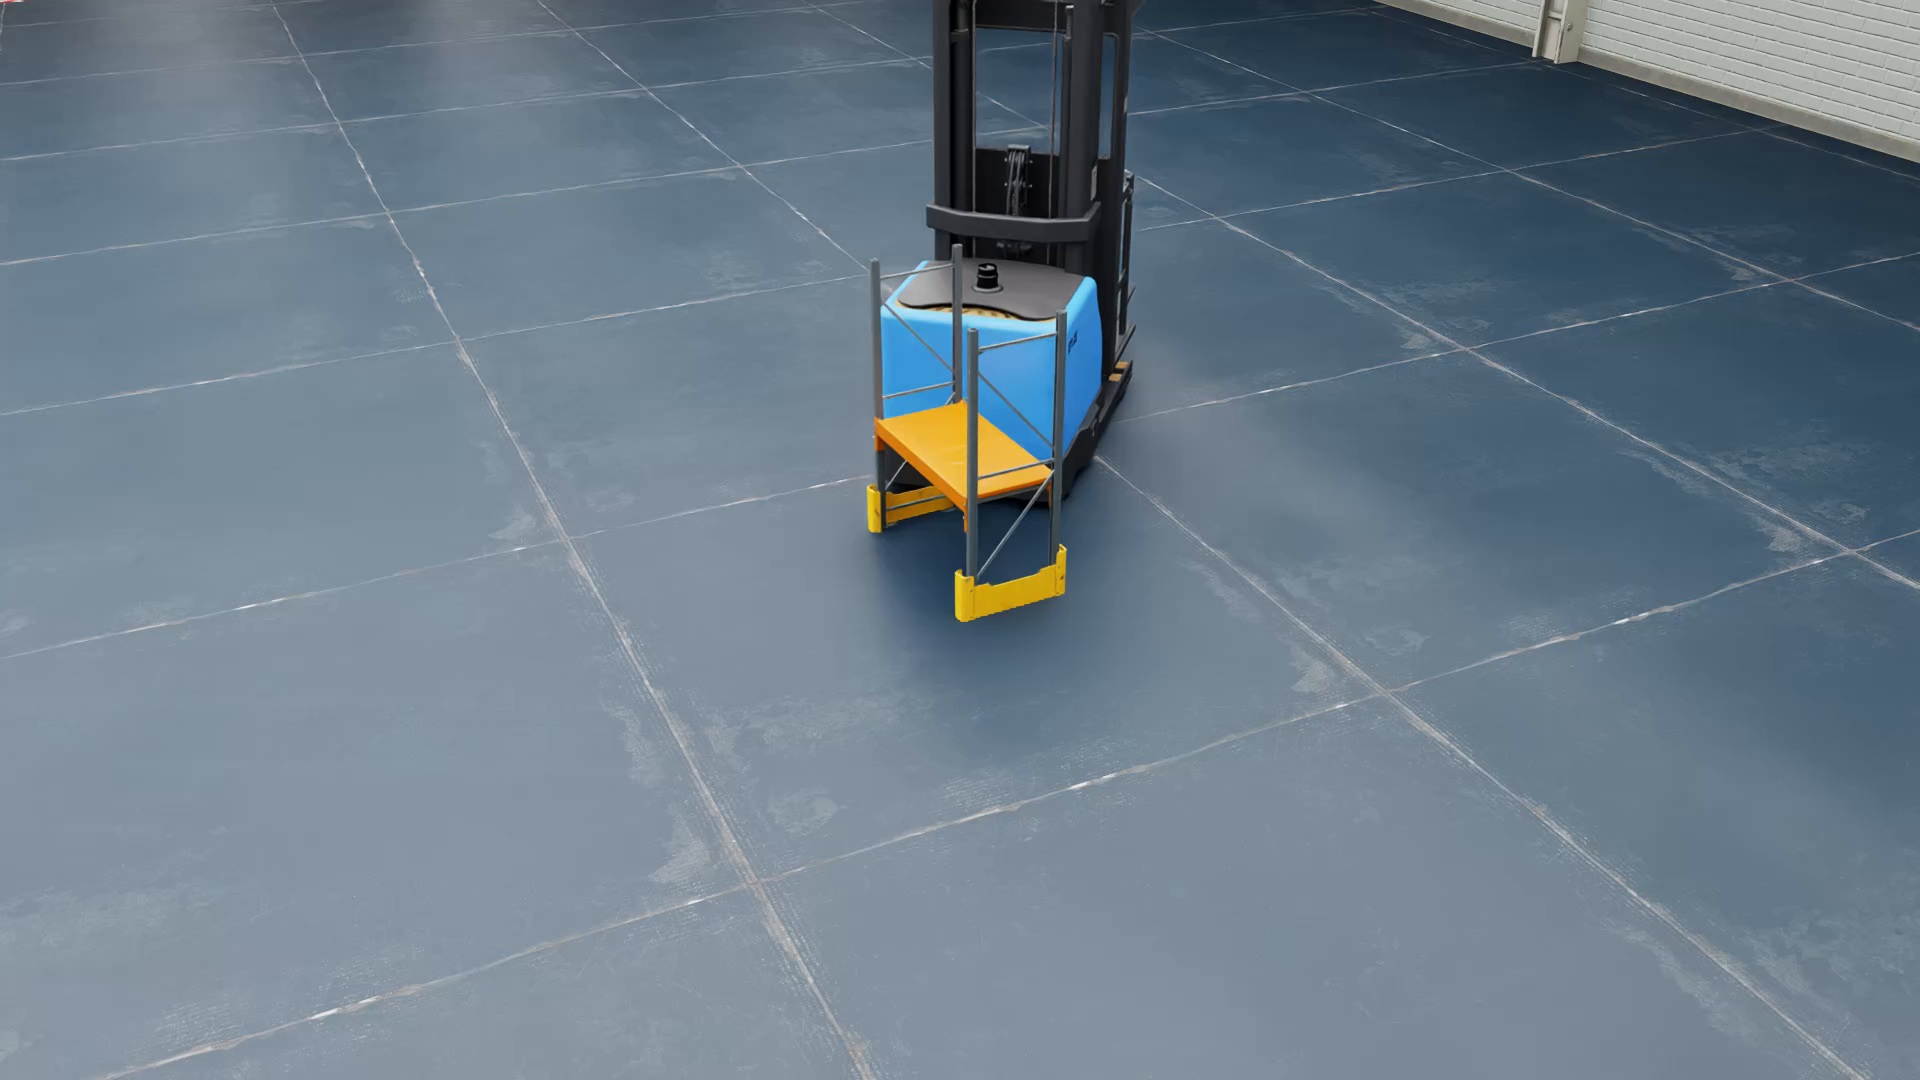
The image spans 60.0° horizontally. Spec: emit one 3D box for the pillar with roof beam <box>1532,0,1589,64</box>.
[{"bbox_3d":[2.590,-8.264,14.287,9.100,9.000,0.400,-13,32,-22],"label":"pillar with roof beam"}]

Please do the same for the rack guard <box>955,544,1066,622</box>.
[{"bbox_3d":[0.250,0.209,8.123,0.587,0.250,0.087,-15,32,-24],"label":"rack guard"}]

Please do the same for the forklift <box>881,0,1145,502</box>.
[{"bbox_3d":[0.457,-2.188,9.655,1.130,2.935,3.031,8,30,14],"label":"forklift"}]

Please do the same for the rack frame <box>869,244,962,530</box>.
[{"bbox_3d":[-0.216,-0.768,8.586,0.500,1.500,0.032,-15,32,-24],"label":"rack frame"}]

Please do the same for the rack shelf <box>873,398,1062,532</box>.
[{"bbox_3d":[0.021,-0.391,8.282,0.538,0.185,1.000,-15,32,-24],"label":"rack shelf"}]

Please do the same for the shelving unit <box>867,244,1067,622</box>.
[{"bbox_3d":[0.017,-0.552,8.201,0.587,1.500,1.083,-15,32,-24],"label":"shelving unit"}]

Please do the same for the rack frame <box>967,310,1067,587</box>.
[{"bbox_3d":[0.259,-0.328,7.802,0.500,1.500,0.032,-15,32,-24],"label":"rack frame"}]

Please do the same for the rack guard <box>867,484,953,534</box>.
[{"bbox_3d":[-0.216,-0.222,8.890,0.587,0.250,0.087,-15,32,-24],"label":"rack guard"}]
